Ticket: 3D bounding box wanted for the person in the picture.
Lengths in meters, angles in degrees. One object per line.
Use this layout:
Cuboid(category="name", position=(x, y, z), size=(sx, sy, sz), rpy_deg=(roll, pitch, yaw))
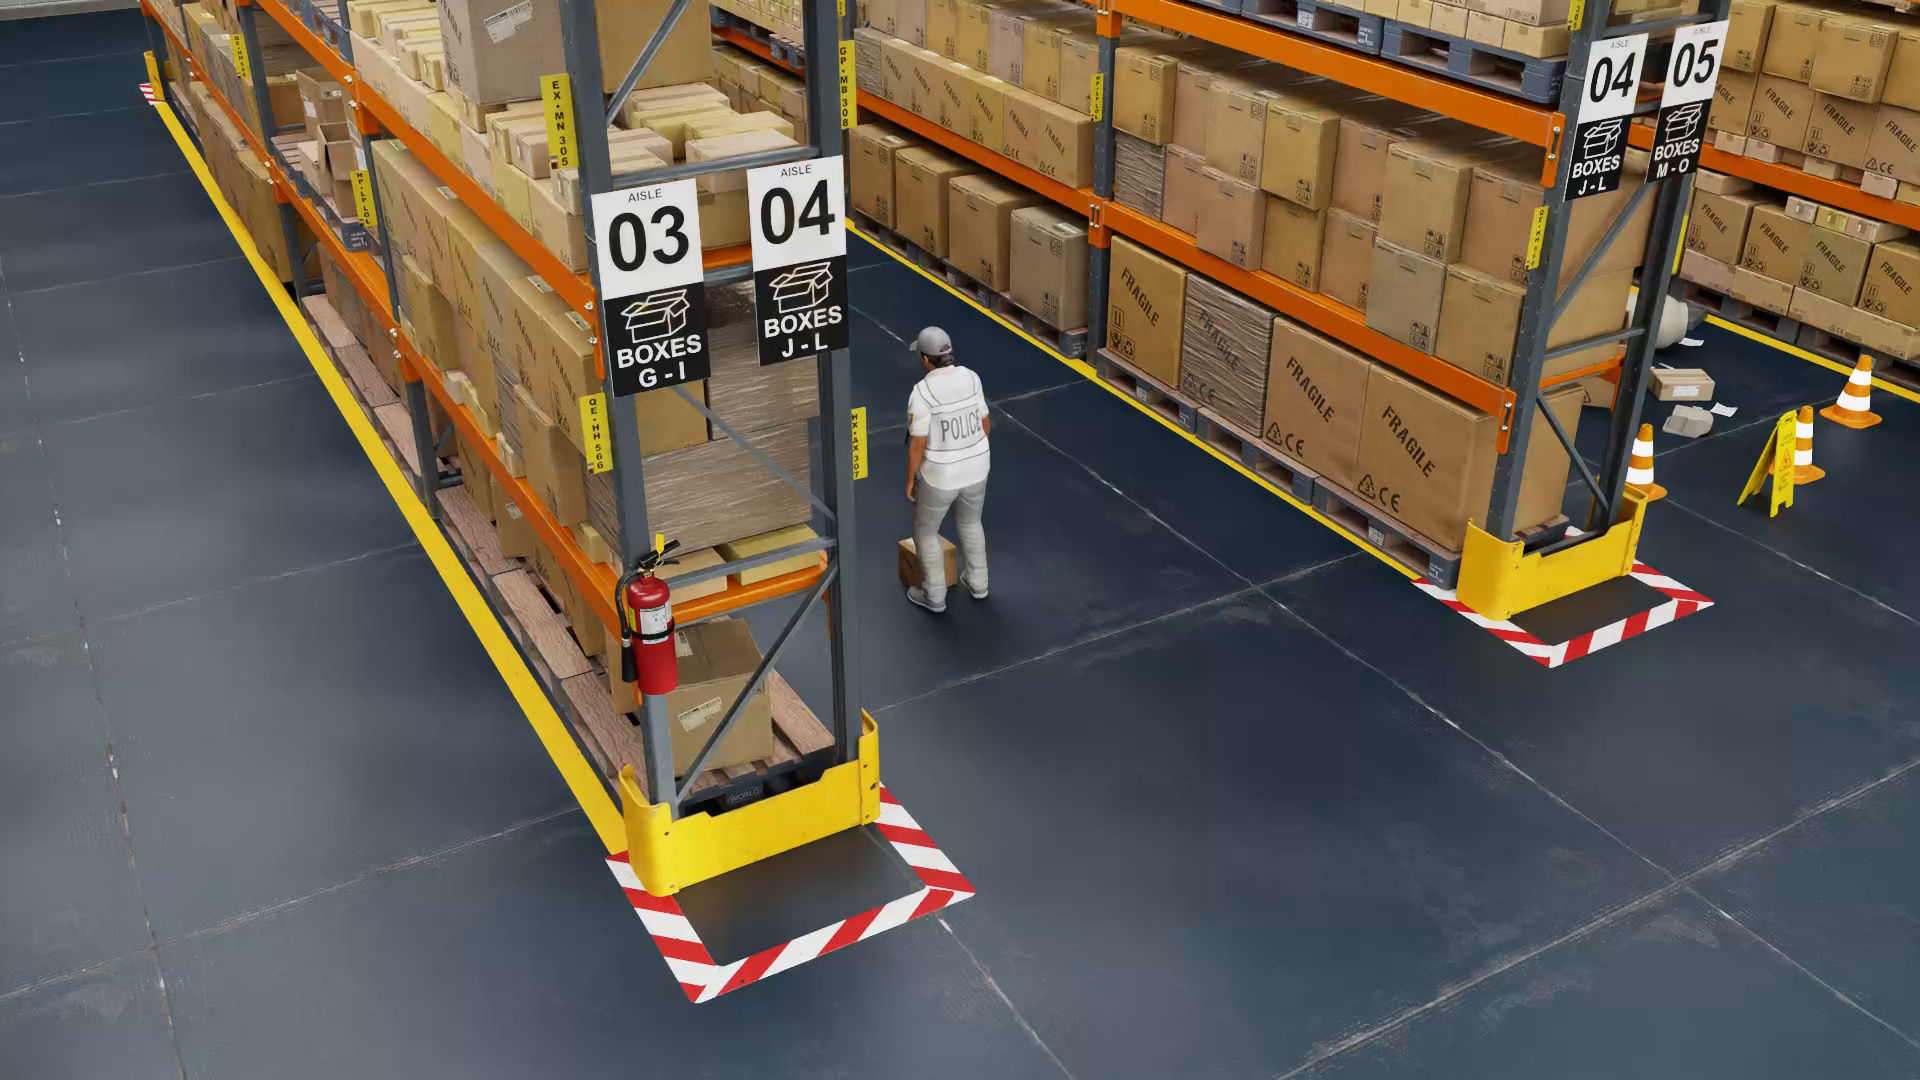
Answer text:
Cuboid(category="person", position=(-0.073, -0.391, 9.250), size=(0.557, 1.665, 0.467), rpy_deg=(-18, 34, -29))
